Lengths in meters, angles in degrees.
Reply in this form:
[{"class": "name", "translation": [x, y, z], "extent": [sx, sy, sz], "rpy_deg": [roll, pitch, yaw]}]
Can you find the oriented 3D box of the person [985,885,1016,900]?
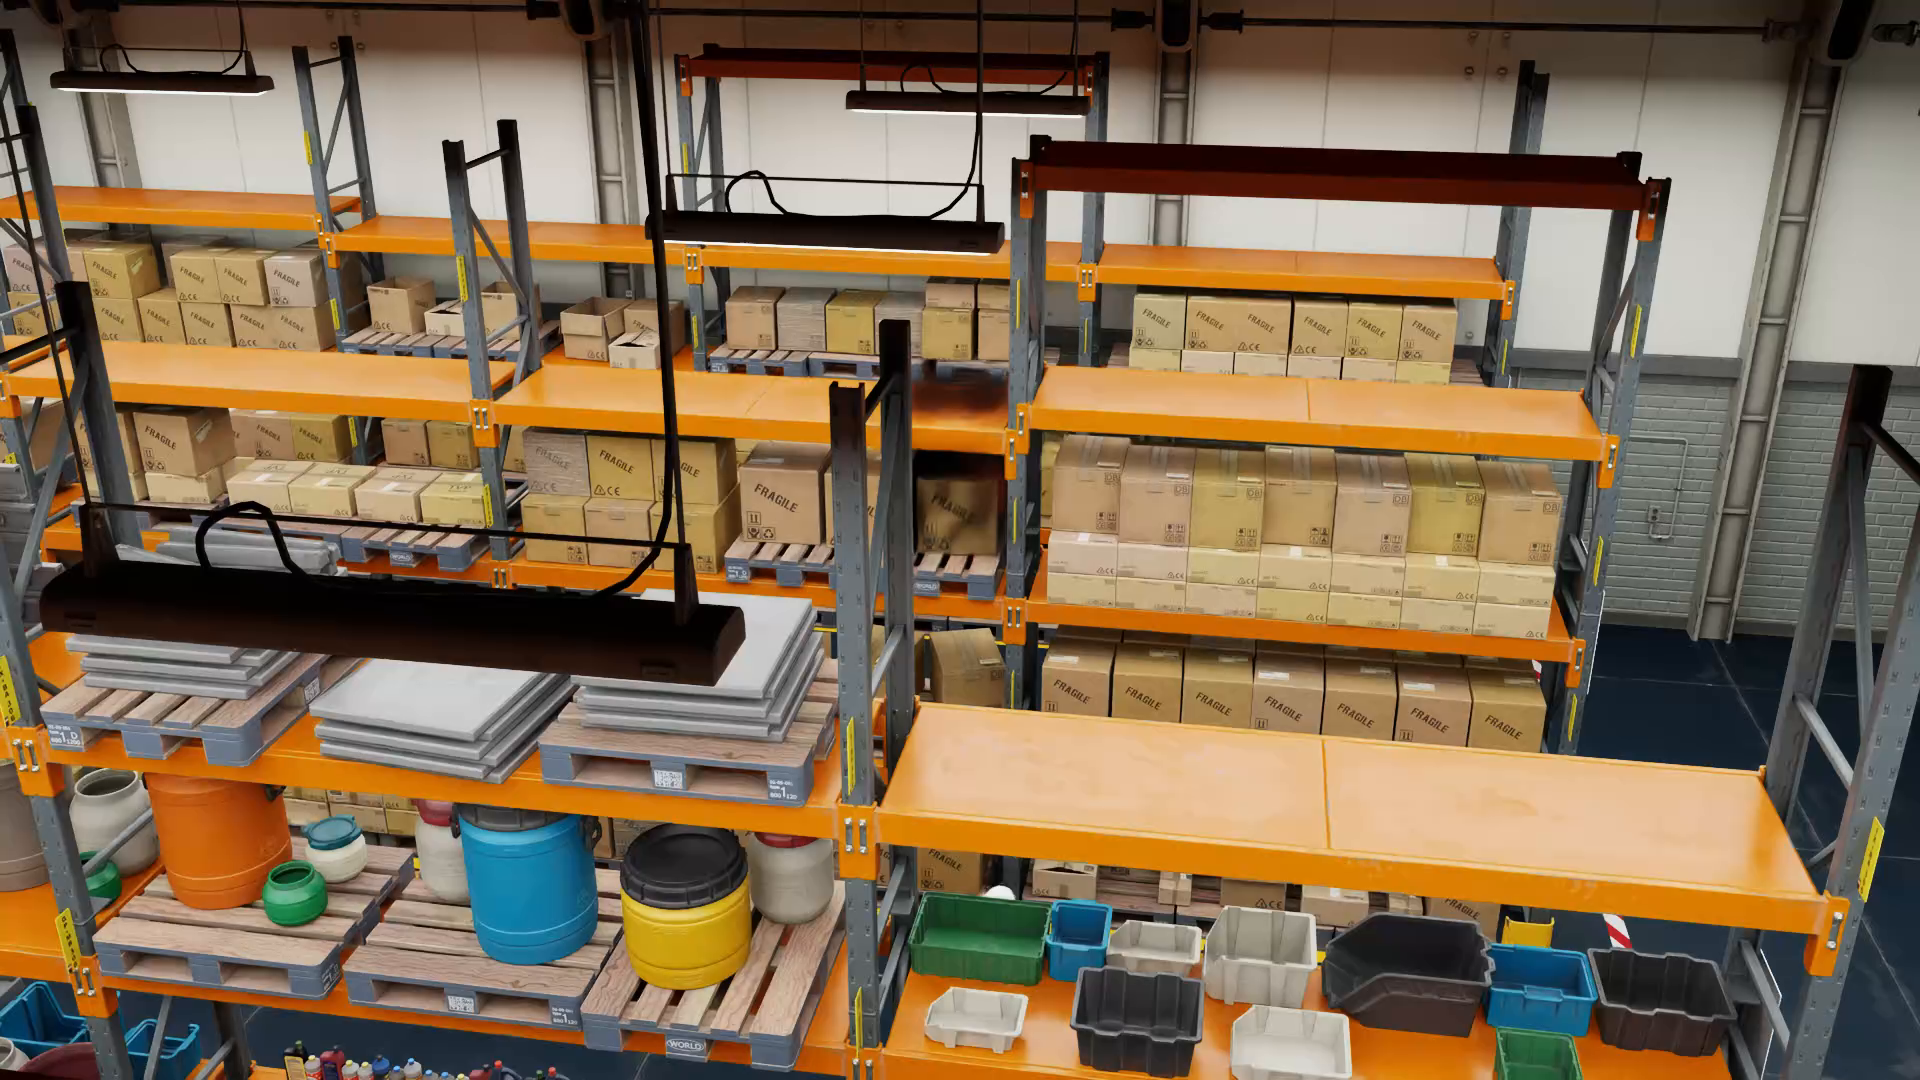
[{"class": "person", "translation": [0.237, 2.964, 10.801], "extent": [0.583, 1.777, 0.464], "rpy_deg": [9, 25, 20]}]
